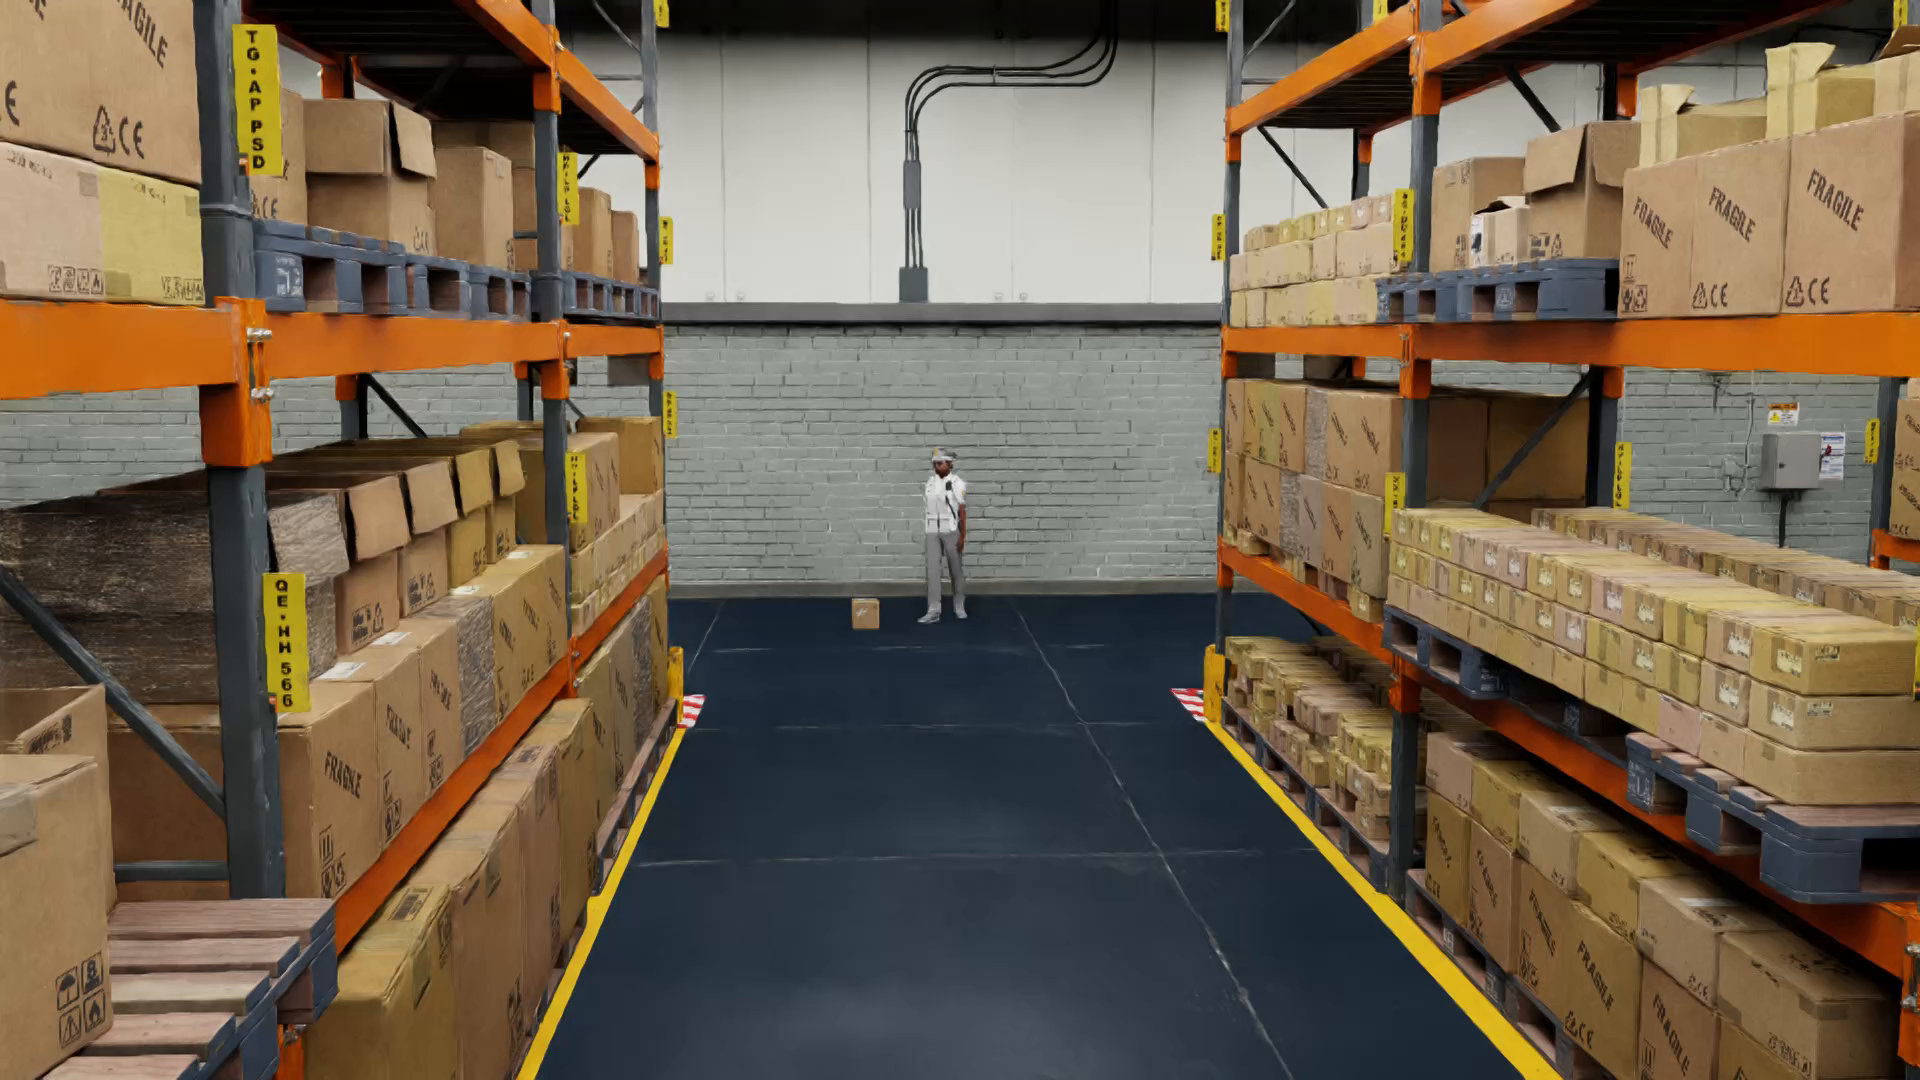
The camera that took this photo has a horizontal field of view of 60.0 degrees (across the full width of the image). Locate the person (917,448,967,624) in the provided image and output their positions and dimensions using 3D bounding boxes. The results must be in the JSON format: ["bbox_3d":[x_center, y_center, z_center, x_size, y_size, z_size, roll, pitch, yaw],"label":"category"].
[{"bbox_3d":[-0.154,-0.053,16.022,0.441,1.674,0.635,3,7,20],"label":"person"}]
